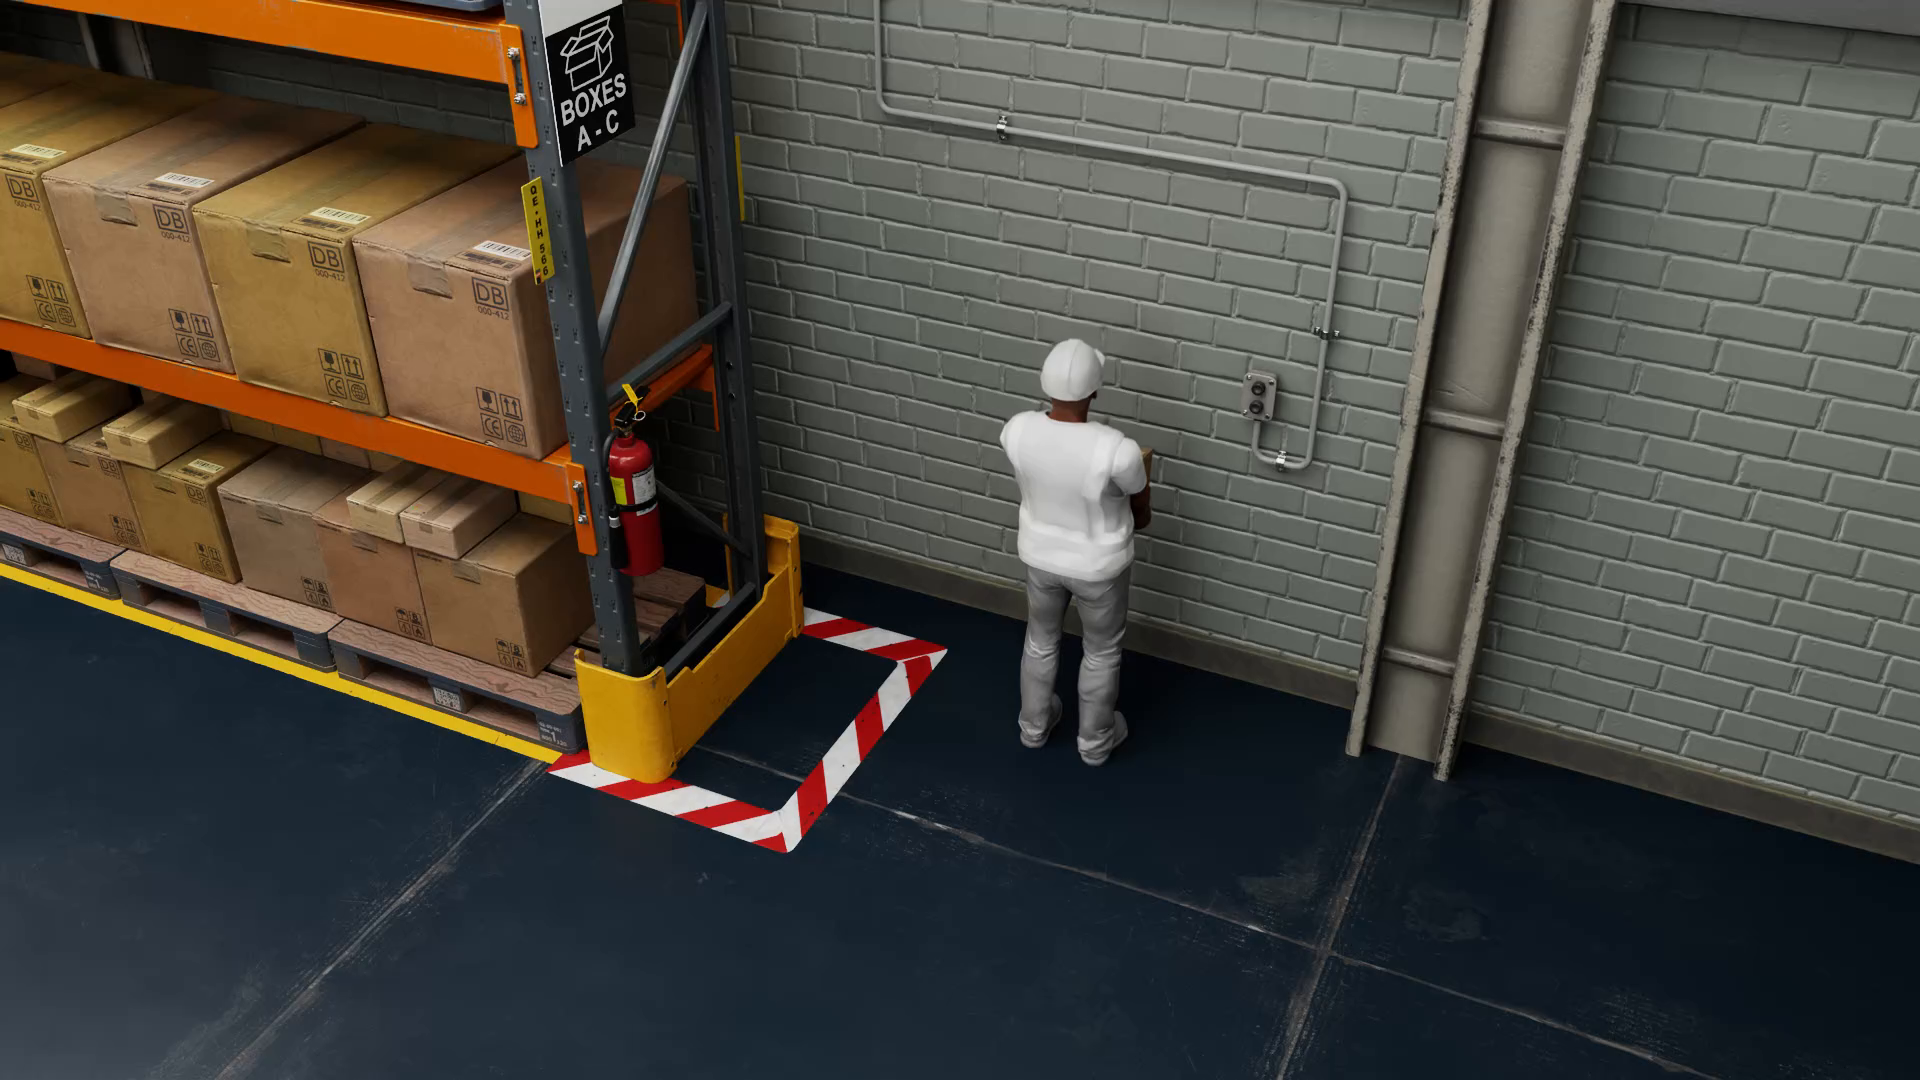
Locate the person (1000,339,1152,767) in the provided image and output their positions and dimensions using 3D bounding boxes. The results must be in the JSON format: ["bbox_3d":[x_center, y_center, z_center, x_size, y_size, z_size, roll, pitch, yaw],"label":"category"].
[{"bbox_3d":[0.450,0.004,6.119,0.503,1.760,0.586,15,36,21],"label":"person"}]
